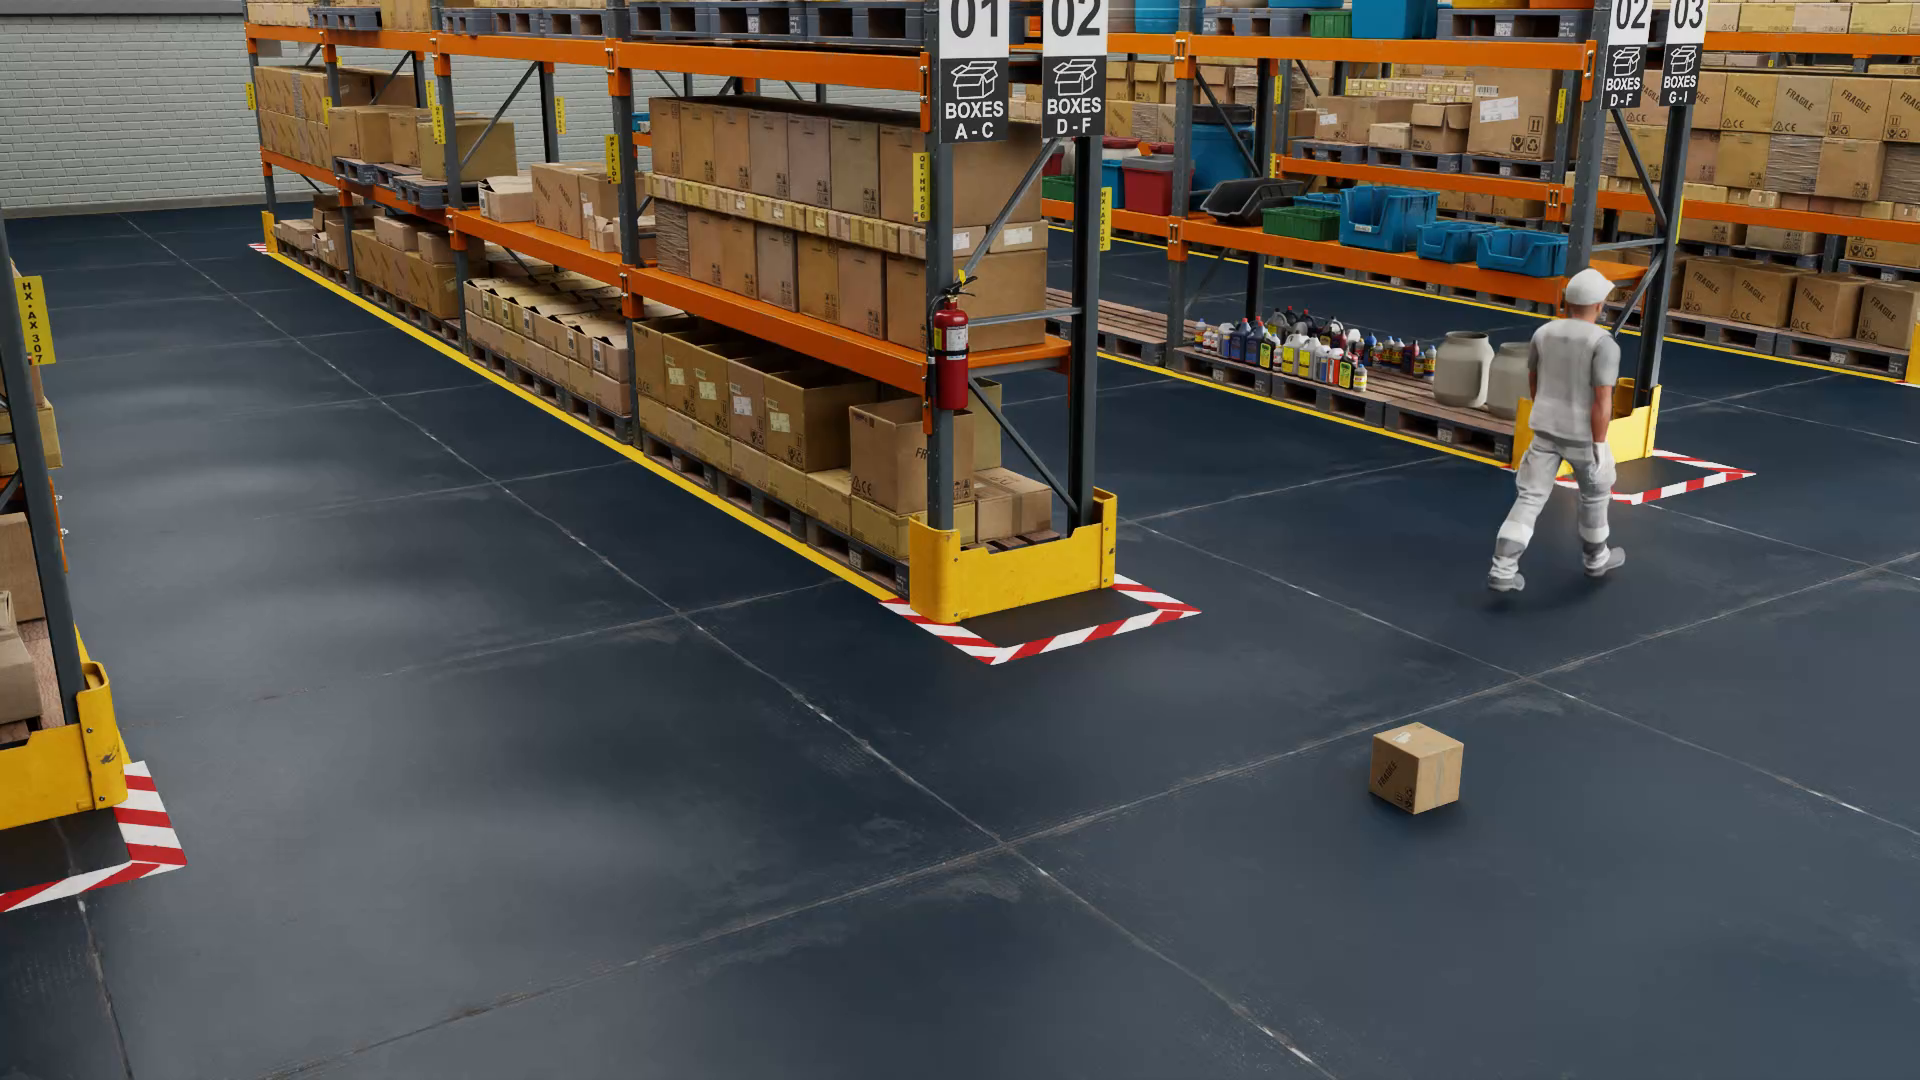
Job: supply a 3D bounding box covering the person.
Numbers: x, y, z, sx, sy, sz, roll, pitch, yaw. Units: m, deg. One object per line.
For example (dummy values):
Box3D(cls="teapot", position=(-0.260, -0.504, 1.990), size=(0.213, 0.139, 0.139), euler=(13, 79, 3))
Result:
Box3D(cls="person", position=(3.245, -0.576, 8.827), size=(1.108, 1.739, 0.555), euler=(-17, 24, -41))
